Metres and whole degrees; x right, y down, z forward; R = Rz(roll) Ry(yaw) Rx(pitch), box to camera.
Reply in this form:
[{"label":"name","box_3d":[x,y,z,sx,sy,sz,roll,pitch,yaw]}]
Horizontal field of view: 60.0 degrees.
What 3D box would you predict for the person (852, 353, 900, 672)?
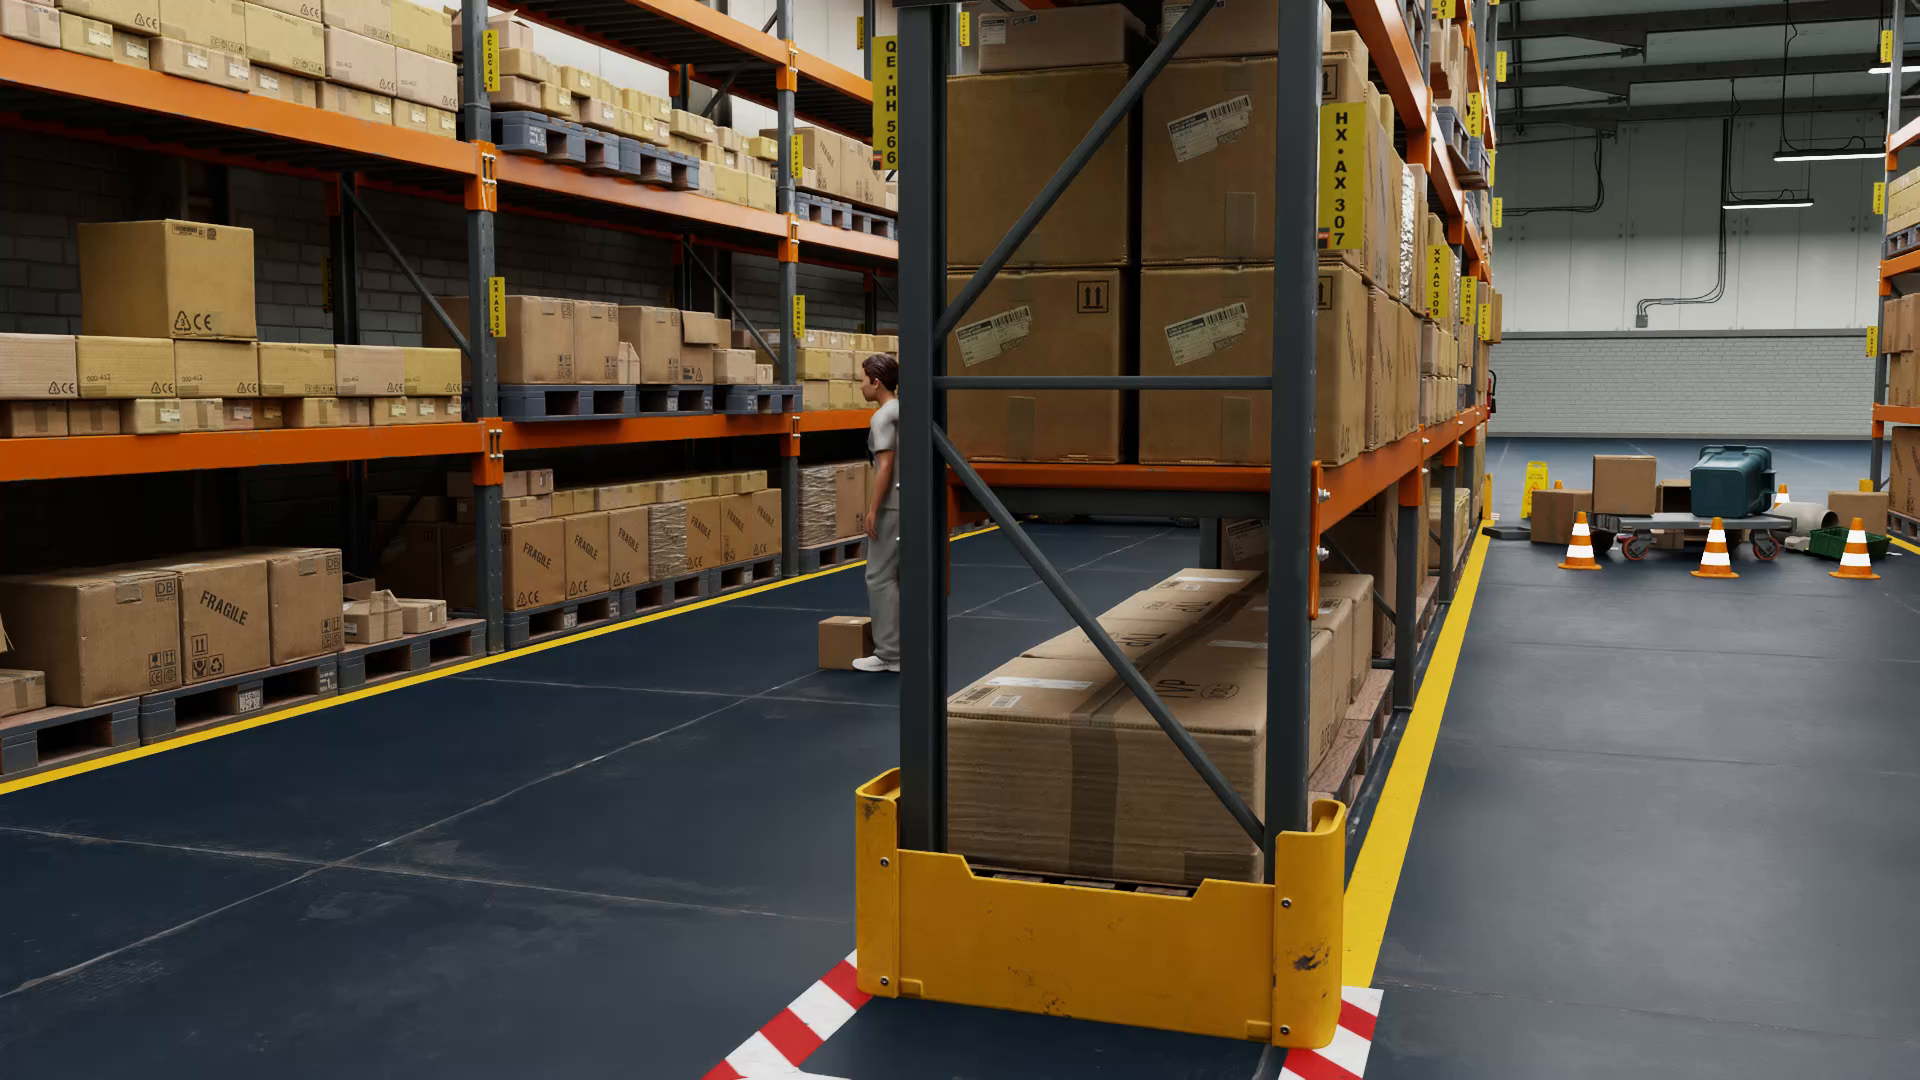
[{"label":"person","box_3d":[-0.365,-0.146,8.805,0.358,1.668,0.510,2,6,16]}]
